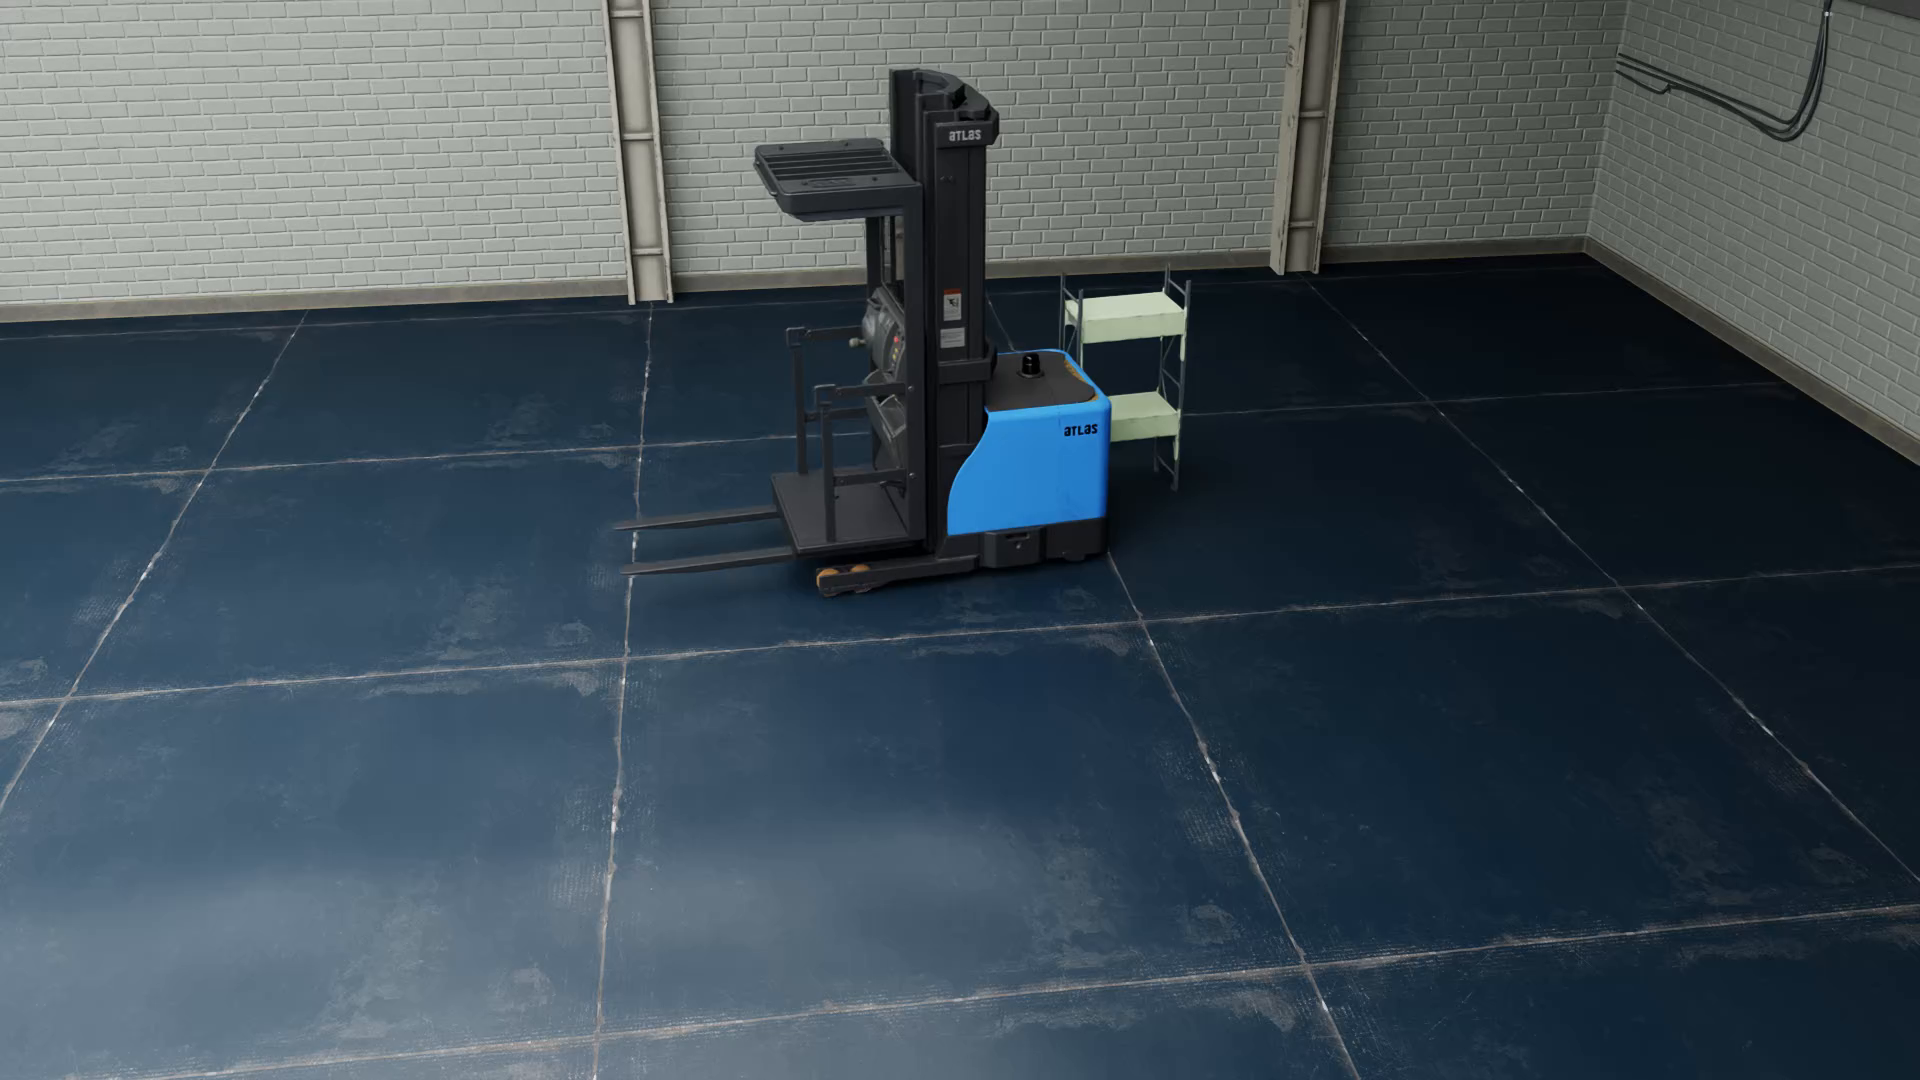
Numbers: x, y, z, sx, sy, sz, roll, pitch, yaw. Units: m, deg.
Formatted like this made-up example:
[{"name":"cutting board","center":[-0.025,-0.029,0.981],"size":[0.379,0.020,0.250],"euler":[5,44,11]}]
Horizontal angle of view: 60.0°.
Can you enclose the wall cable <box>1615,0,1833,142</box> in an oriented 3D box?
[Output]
[{"name":"wall cable","center":[6.263,-4.778,13.606],"size":[0.112,2.526,3.097],"euler":[-4,27,-7]}]

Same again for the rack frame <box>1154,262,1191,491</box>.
[{"name":"rack frame","center":[1.430,-1.090,11.231],"size":[0.023,1.500,0.400],"euler":[-7,28,-13]}]

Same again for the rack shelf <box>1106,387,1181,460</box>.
[{"name":"rack shelf","center":[1.076,-0.756,11.295],"size":[0.720,0.370,0.431],"euler":[-7,28,-13]}]

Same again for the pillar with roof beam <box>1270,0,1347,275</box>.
[{"name":"pillar with roof beam","center":[3.761,-4.624,9.904],"size":[0.400,9.000,9.100],"euler":[-4,27,-7]}]

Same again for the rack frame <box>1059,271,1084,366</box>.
[{"name":"rack frame","center":[0.722,-1.003,11.062],"size":[0.023,1.500,0.400],"euler":[-7,28,-13]}]

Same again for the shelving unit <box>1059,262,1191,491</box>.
[{"name":"shelving unit","center":[1.076,-1.046,11.147],"size":[0.755,1.500,0.431],"euler":[-7,28,-13]}]

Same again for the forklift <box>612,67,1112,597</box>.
[{"name":"forklift","center":[-0.640,-1.228,9.933],"size":[3.031,2.935,1.130],"euler":[-7,28,-13]}]

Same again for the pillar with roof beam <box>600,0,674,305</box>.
[{"name":"pillar with roof beam","center":[-2.181,-4.242,9.160],"size":[0.400,9.000,9.100],"euler":[-4,27,-7]}]

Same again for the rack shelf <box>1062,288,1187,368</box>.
[{"name":"rack shelf","center":[1.076,-1.394,10.968],"size":[0.720,0.370,0.431],"euler":[-7,28,-13]}]
